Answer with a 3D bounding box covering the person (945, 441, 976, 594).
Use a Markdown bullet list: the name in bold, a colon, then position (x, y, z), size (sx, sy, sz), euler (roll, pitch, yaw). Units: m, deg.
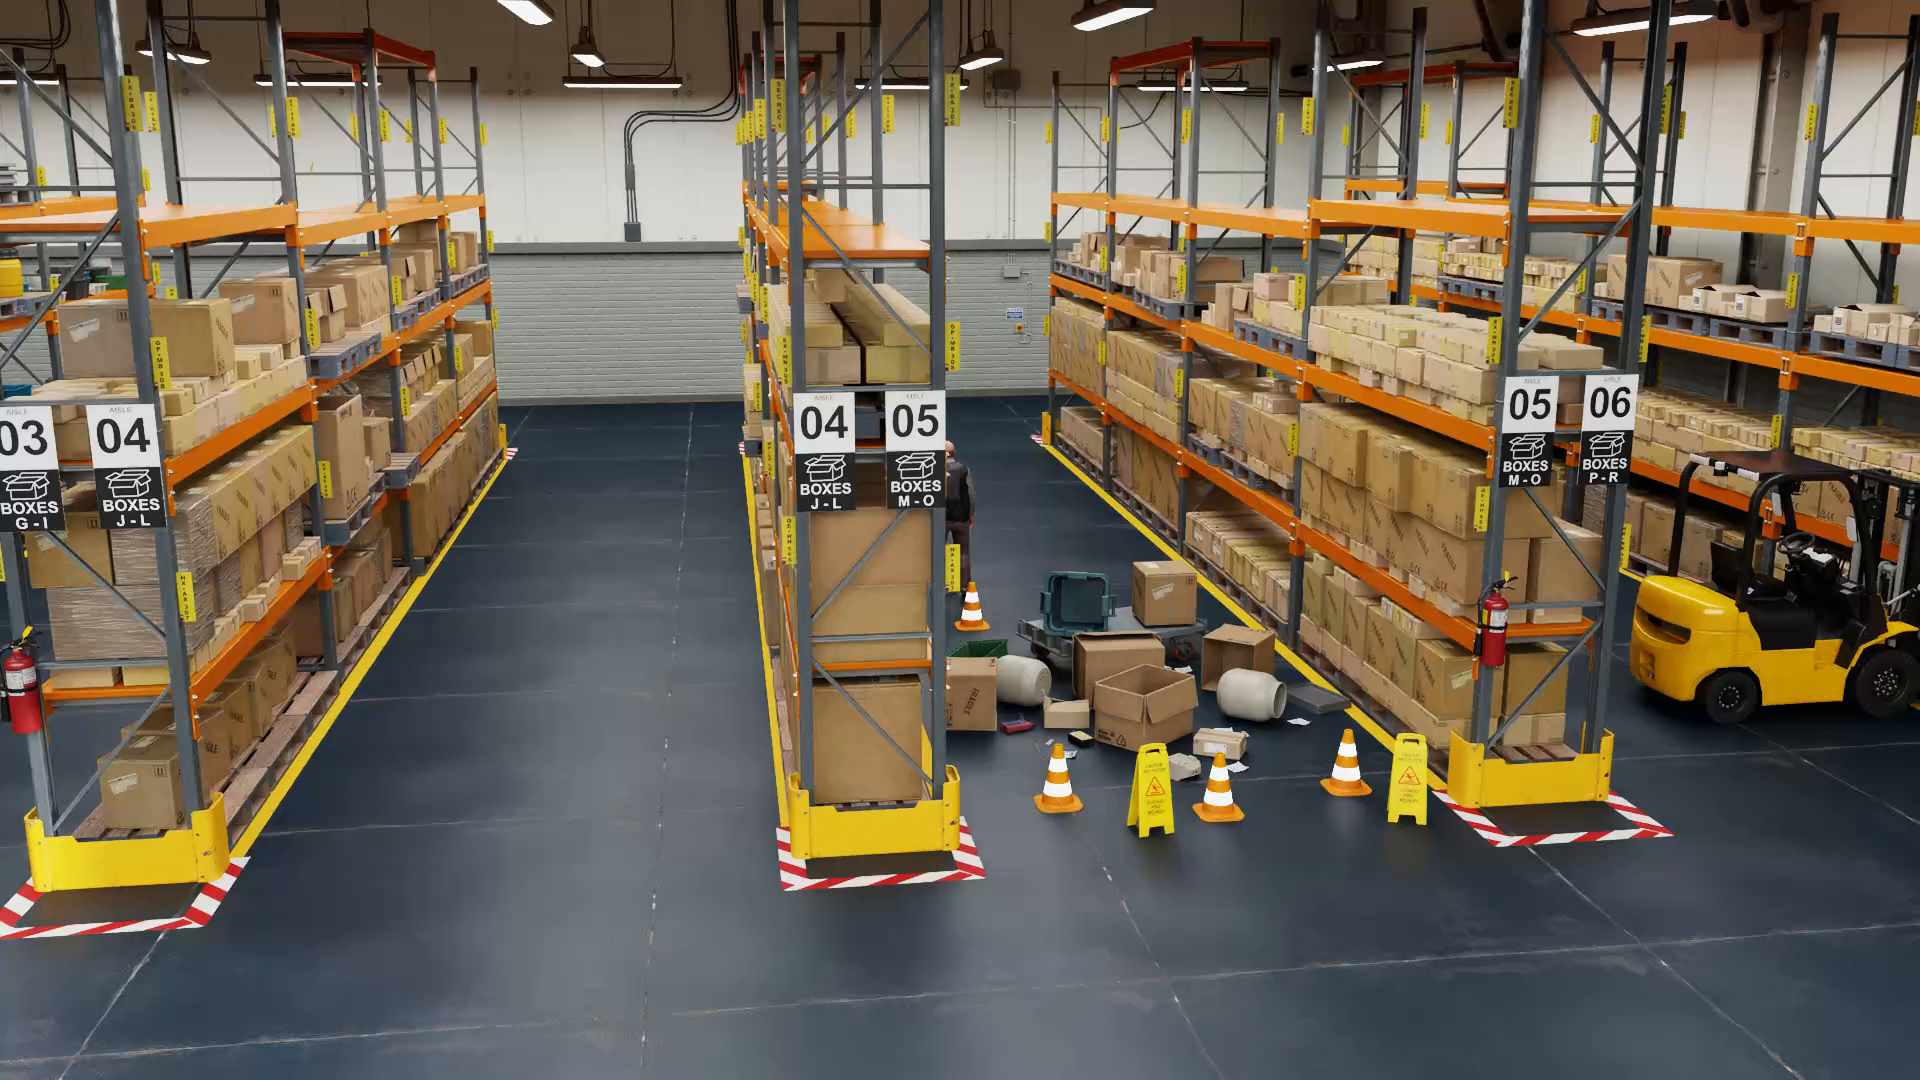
- **person**: position (-0.118, -0.237, 17.933), size (0.587, 1.665, 0.407), euler (-3, 13, -11)
